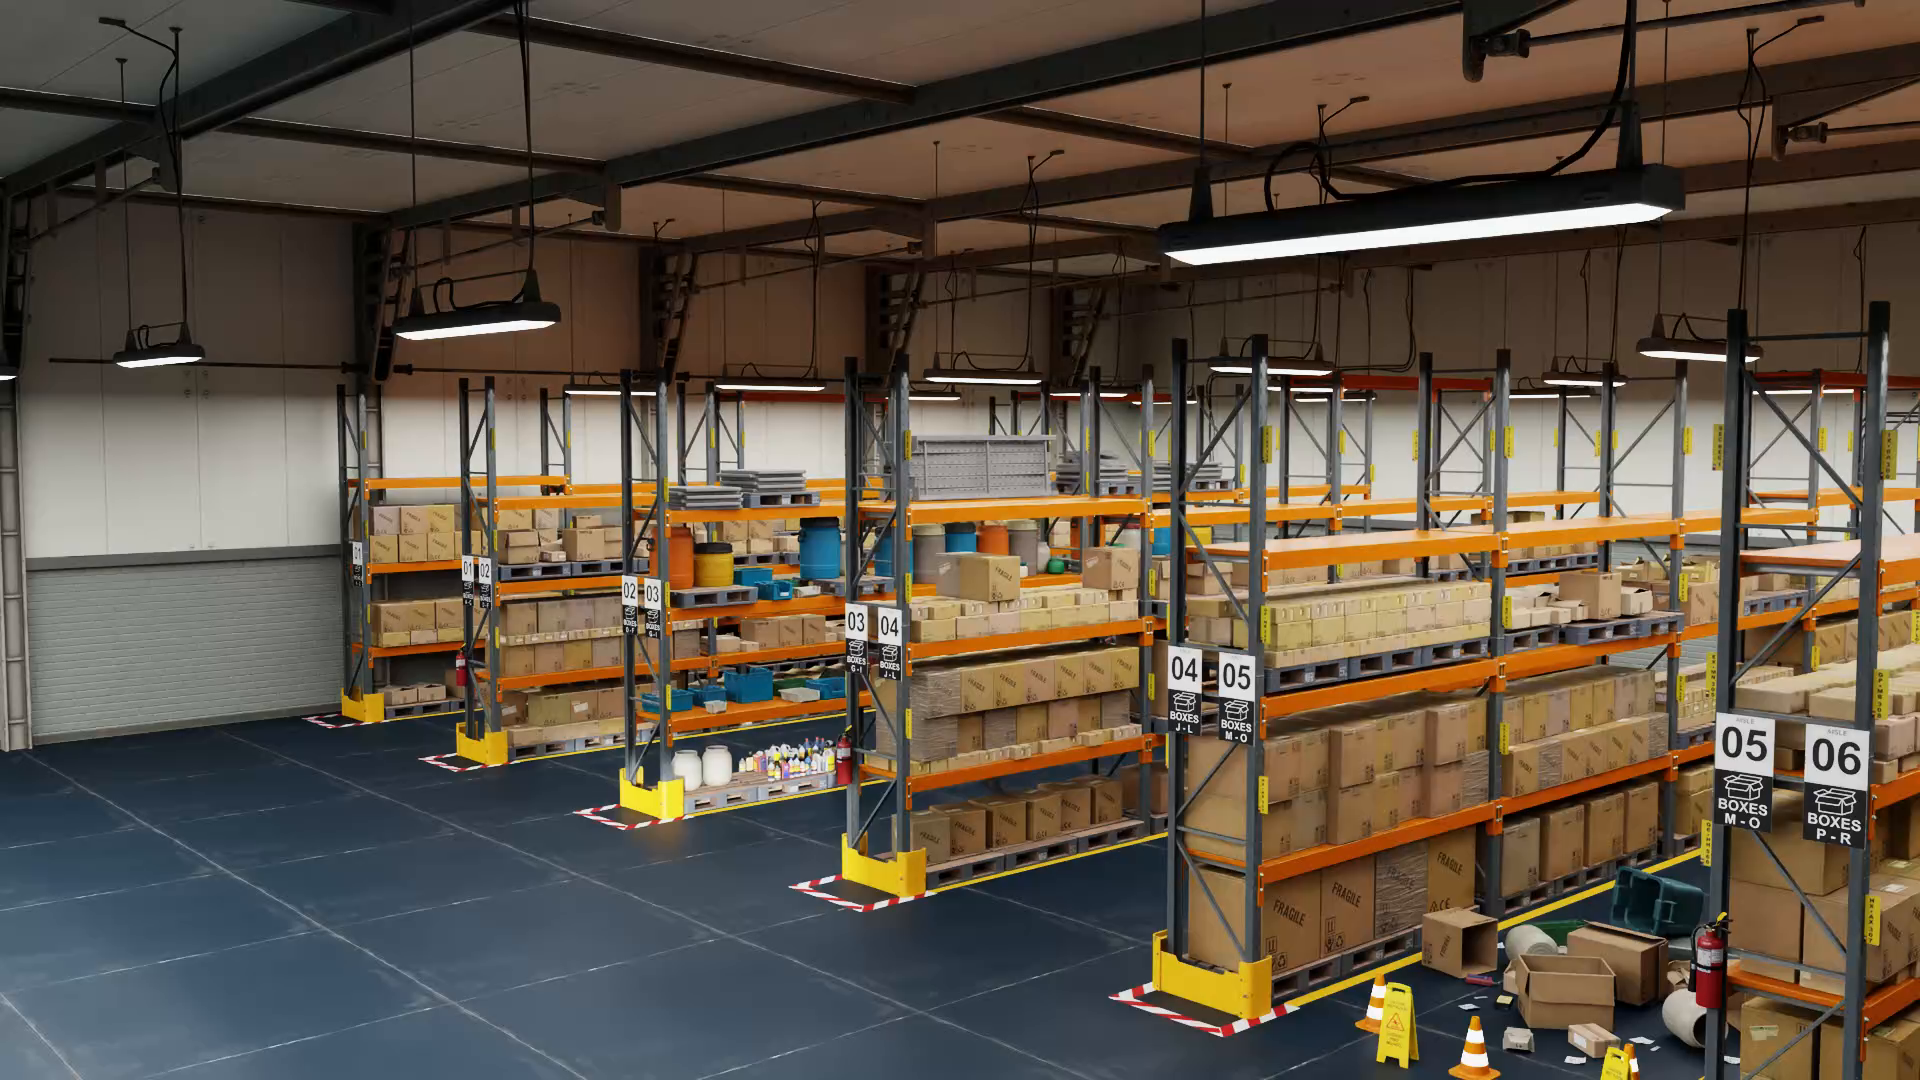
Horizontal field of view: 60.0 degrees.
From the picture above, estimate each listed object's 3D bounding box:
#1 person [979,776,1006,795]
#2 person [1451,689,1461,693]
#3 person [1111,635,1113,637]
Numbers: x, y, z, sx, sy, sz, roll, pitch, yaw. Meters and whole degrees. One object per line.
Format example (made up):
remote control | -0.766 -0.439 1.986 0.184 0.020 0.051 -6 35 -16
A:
person | 0.486 2.898 22.166 0.453 1.684 0.587 -1 4 -8
person | 7.303 2.855 23.626 1.241 1.564 0.694 -2 4 -32
person | 2.942 2.250 31.026 0.776 1.734 0.676 -2 4 -32
